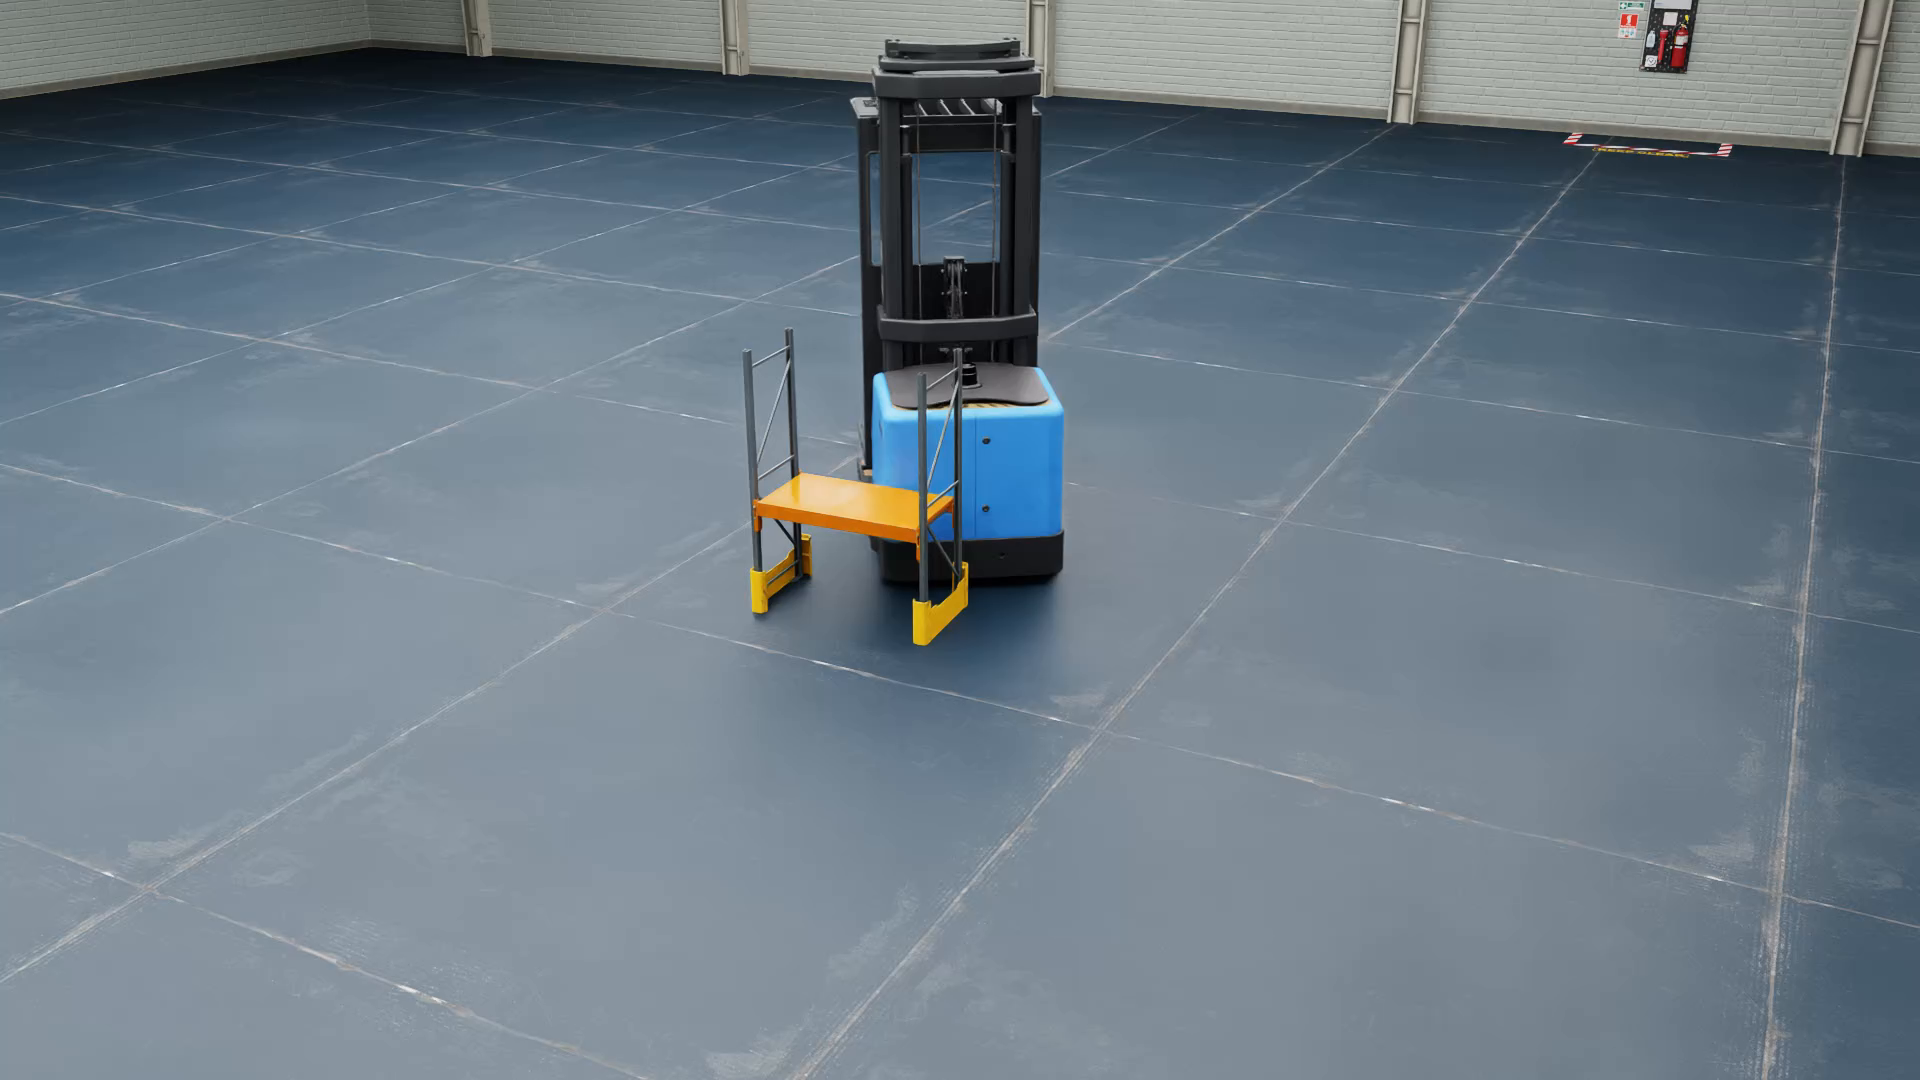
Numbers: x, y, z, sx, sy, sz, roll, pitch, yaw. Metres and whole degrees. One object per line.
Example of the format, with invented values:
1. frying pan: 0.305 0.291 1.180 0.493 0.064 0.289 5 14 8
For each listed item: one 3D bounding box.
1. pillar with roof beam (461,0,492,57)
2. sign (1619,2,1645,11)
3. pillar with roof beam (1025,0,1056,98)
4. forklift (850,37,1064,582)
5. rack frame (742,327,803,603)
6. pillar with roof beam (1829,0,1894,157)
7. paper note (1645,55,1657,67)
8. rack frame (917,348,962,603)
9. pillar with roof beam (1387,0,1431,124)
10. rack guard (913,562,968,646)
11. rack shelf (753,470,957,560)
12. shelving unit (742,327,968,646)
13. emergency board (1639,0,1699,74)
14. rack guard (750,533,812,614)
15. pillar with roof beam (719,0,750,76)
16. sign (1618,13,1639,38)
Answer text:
1. pillar with roof beam: -11.336 -12.121 27.253 0.400 9.000 9.100 11 25 25
2. sign: 9.389 -7.466 23.250 0.331 0.109 0.001 11 25 25
3. pillar with roof beam: -0.627 -10.002 22.271 0.400 9.000 9.100 11 25 25
4. forklift: -0.094 -1.651 10.387 1.130 2.935 3.031 -3 23 -6
5. rack frame: -1.033 -0.392 9.255 0.032 1.500 0.500 10 25 22
6. pillar with roof beam: 10.082 -7.883 17.288 0.400 9.000 9.100 11 25 25
7. paper note: 9.709 -6.726 23.358 0.142 0.148 0.016 11 25 25
8. rack frame: -0.102 -0.232 8.880 0.032 1.500 0.500 10 25 22
9. pillar with roof beam: 4.728 -8.943 19.779 0.400 9.000 9.100 11 25 25
10. rack guard: -0.103 0.343 9.125 0.087 0.250 0.587 10 25 22
11. rack shelf: -0.567 -0.147 9.138 1.000 0.185 0.538 10 25 22
12. shelving unit: -0.559 -0.311 9.064 1.083 1.500 0.587 10 25 22
13. emergency board: 9.836 -7.076 23.055 0.643 1.169 0.194 11 25 25
14. rack guard: -1.015 0.186 9.492 0.087 0.250 0.587 10 25 22
15. pillar with roof beam: -5.982 -11.062 24.762 0.400 9.000 9.100 11 25 25
16. sign: 9.389 -7.226 23.362 0.234 0.329 0.001 11 25 25
